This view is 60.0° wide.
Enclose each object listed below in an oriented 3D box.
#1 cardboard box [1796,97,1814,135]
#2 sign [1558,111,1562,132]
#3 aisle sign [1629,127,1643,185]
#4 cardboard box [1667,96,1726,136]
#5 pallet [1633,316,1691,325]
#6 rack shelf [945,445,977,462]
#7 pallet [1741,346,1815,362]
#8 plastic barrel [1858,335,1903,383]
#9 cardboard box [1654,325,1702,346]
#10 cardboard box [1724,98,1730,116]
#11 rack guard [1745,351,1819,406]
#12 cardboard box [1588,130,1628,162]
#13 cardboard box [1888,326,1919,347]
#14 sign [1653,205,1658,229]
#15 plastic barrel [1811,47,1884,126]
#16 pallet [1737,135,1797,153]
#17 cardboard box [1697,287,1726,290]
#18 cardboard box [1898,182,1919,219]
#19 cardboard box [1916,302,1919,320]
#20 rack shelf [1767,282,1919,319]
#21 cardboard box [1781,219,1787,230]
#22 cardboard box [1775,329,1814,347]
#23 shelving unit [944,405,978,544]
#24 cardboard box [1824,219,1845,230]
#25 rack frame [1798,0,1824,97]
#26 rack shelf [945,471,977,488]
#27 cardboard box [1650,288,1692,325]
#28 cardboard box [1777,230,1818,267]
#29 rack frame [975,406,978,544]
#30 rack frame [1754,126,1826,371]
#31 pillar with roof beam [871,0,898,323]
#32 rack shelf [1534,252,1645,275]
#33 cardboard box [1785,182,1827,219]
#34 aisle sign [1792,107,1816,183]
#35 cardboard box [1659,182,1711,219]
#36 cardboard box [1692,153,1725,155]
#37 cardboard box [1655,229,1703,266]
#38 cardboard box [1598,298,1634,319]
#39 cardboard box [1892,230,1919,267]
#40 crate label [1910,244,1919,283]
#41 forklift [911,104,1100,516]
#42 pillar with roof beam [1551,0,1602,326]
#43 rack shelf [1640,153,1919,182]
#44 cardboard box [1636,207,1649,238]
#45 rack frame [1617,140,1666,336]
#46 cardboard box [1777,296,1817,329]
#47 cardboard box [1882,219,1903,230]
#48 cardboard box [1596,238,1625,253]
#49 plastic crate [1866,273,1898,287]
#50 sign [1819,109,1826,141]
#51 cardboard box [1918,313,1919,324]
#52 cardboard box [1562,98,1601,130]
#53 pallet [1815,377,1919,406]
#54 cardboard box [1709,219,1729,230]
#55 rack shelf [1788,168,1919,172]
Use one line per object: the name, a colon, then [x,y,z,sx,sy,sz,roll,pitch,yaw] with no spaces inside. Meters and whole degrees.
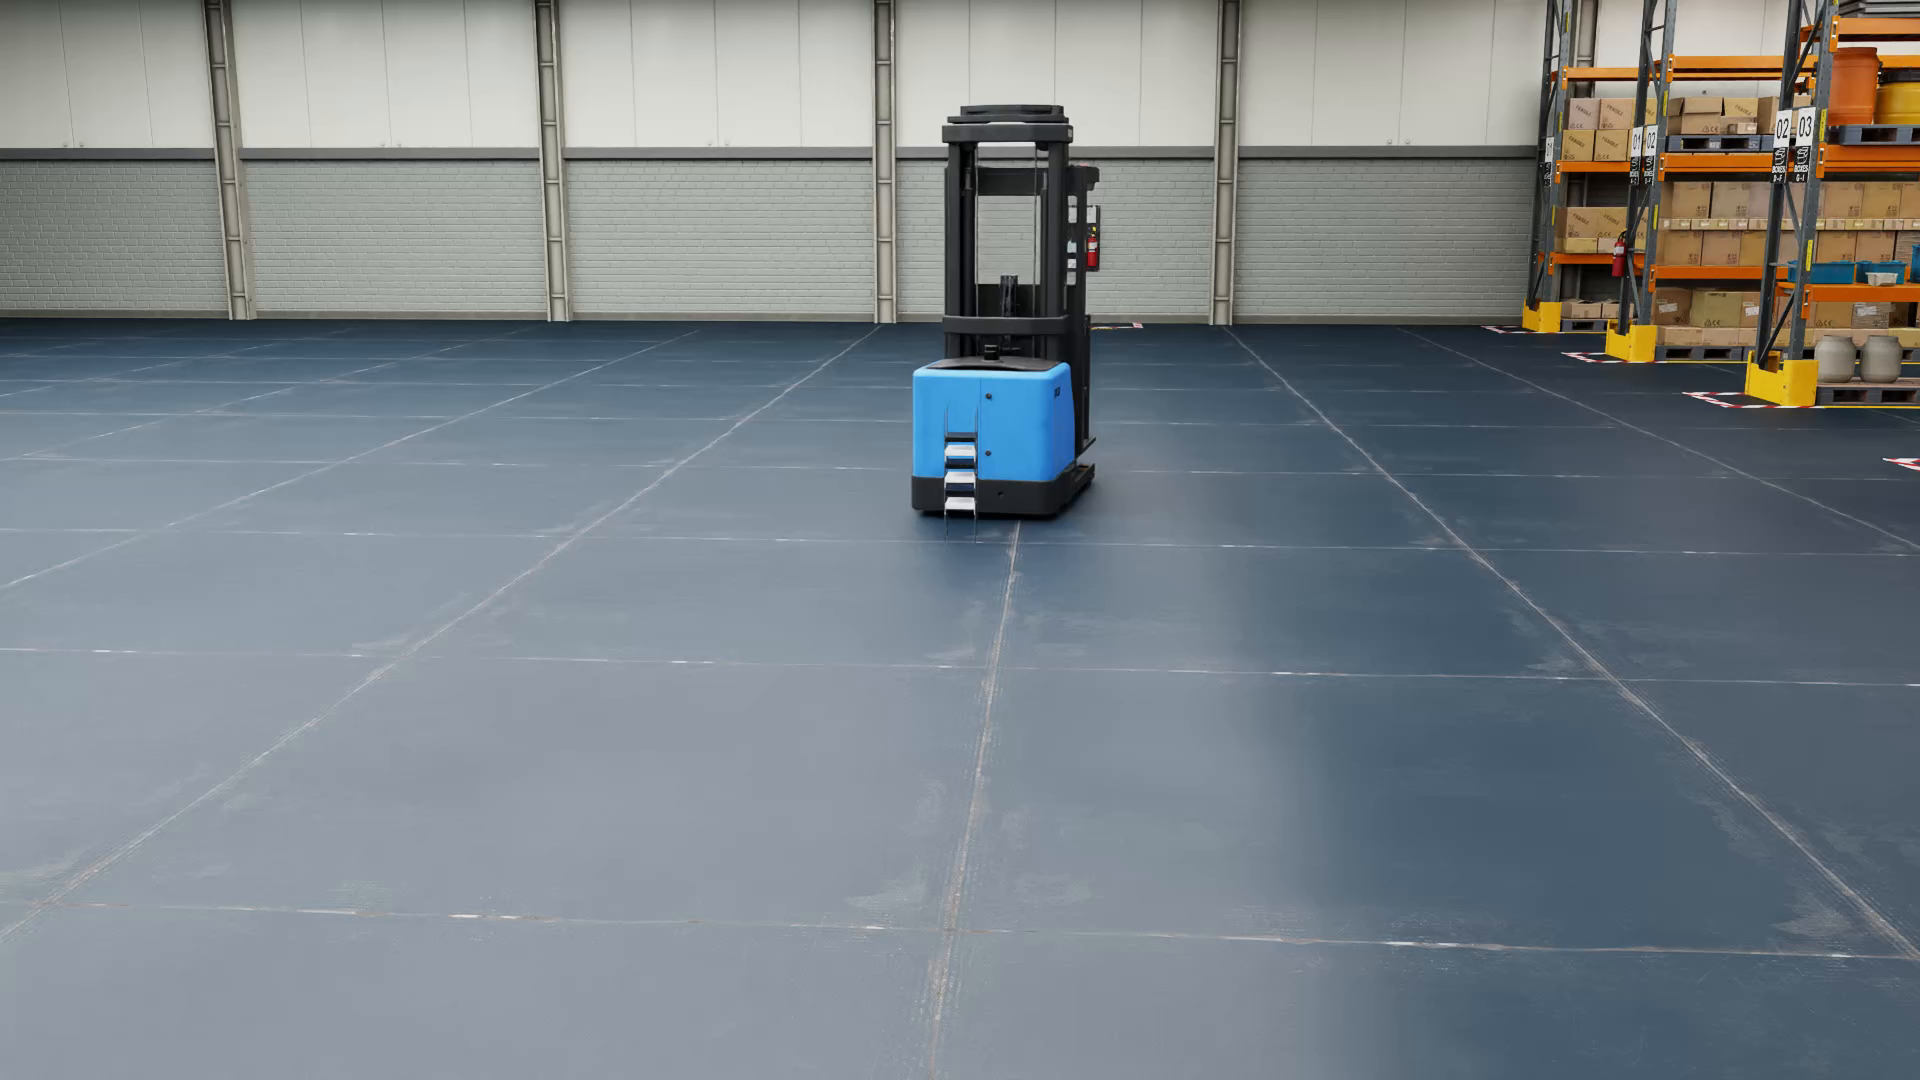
cardboard box: [11.910,-5.852,22.970,0.637,0.503,0.797,2,12,10]
sign: [9.845,-6.862,27.288,0.005,0.325,0.100,1,12,4]
aisle sign: [9.508,-5.399,23.401,0.004,0.787,0.394,1,12,4]
cardboard box: [10.127,-5.849,22.959,0.637,0.503,0.797,2,12,8]
pallet: [11.980,-3.676,28.325,1.213,0.211,1.003,1,12,4]
rack shelf: [0.008,-0.584,11.145,0.200,0.077,0.258,1,12,4]
pallet: [11.534,-2.681,23.570,1.213,0.211,1.003,1,12,4]
plastic barrel: [10.381,-2.041,18.749,0.421,0.512,0.421,0,12,0]
cardboard box: [10.074,-2.872,23.362,0.500,0.250,0.500,1,12,4]
cardboard box: [12.285,-7.001,27.348,0.500,0.500,0.500,0,12,2]
rack guard: [9.298,-1.838,18.836,0.348,0.500,1.175,1,12,4]
cardboard box: [10.732,-6.534,27.559,0.500,0.500,0.500,2,12,8]
cardboard box: [13.068,-2.832,23.170,0.500,0.250,0.500,1,12,4]
sign: [9.511,-4.414,22.738,0.005,0.325,0.100,1,12,4]
plastic barrel: [9.713,-4.957,18.237,0.708,0.830,0.600,1,12,4]
pallet: [11.478,-5.459,22.929,1.213,0.211,1.003,1,12,4]
cardboard box: [12.834,-4.020,28.192,0.500,0.500,0.500,0,12,-1]
cardboard box: [13.102,-4.699,22.994,0.500,0.500,0.700,1,12,4]
cardboard box: [16.138,-3.991,28.050,0.500,0.500,0.700,1,12,3]
rack shelf: [11.215,-2.674,18.481,4.000,0.370,1.077,1,12,4]
cardboard box: [11.216,-4.365,22.981,0.250,0.149,0.380,1,12,3]
cardboard box: [11.571,-2.851,23.262,0.500,0.250,0.500,1,12,4]
shelving unit: [0.008,-0.440,11.175,0.210,0.900,0.258,1,12,4]
cardboard box: [11.993,-4.355,22.931,0.250,0.149,0.380,1,12,5]
rack frame: [13.873,-7.959,27.338,0.127,3.000,1.000,1,12,4]
rack shelf: [0.008,-0.408,11.182,0.200,0.077,0.258,1,12,4]
cardboard box: [10.109,-3.345,23.793,0.500,0.500,0.500,1,12,4]
cardboard box: [11.564,-4.085,23.224,0.500,0.500,0.700,1,12,5]
rack frame: [0.110,-0.439,11.169,0.006,0.900,0.240,1,12,4]
rack frame: [9.219,-3.053,18.539,0.127,3.000,1.000,1,12,4]
pillar with roof beam: [-1.623,-7.466,24.979,0.400,9.000,9.100,1,12,4]
rack shelf: [11.877,-4.698,28.157,4.000,0.370,1.077,1,12,4]
cardboard box: [11.600,-4.720,23.093,0.500,0.500,0.700,1,12,4]
aisle sign: [9.128,-4.267,17.991,0.004,0.787,0.394,1,12,4]
cardboard box: [10.072,-4.739,23.186,0.500,0.500,0.700,1,12,4]
cardboard box: [12.293,-6.515,27.469,0.500,0.500,0.500,0,12,2]
cardboard box: [10.019,-4.105,23.323,0.500,0.500,0.700,1,12,4]
cardboard box: [11.135,-3.941,28.274,0.500,0.311,0.500,2,12,8]
cardboard box: [13.102,-4.064,23.127,0.500,0.500,0.700,0,12,2]
crate label: [11.074,-3.101,18.679,0.616,0.435,0.502,1,12,4]
forklift: [0.476,-1.863,13.017,1.130,2.935,3.031,3,12,13]
pillar with roof beam: [10.350,-7.301,24.194,0.400,9.000,9.100,1,12,4]
rack shelf: [11.550,-5.154,23.012,4.000,0.370,1.077,1,12,4]
cardboard box: [11.345,-5.296,27.744,0.500,0.500,0.500,0,12,2]
rack frame: [9.554,-4.065,23.376,0.127,3.000,1.000,1,12,4]
cardboard box: [11.571,-3.218,23.185,0.500,0.500,0.500,1,12,4]
cardboard box: [12.752,-4.344,22.879,0.250,0.149,0.380,0,12,2]
cardboard box: [10.866,-4.938,27.865,0.500,0.250,0.500,0,12,2]
plastic crate: [10.091,-2.846,18.193,0.250,0.136,0.298,1,12,4]
sign: [9.178,-4.414,17.694,0.005,0.325,0.100,1,12,4]
cardboard box: [13.968,-3.198,23.549,0.500,0.311,0.500,1,12,4]
cardboard box: [10.250,-7.039,27.530,0.500,0.500,0.500,0,12,0]
pallet: [10.109,-1.685,18.807,1.213,0.211,1.003,1,12,4]
cardboard box: [10.444,-4.376,23.031,0.250,0.149,0.380,1,12,4]
rack shelf: [15.868,-6.111,27.588,4.000,0.370,1.077,1,12,4]
